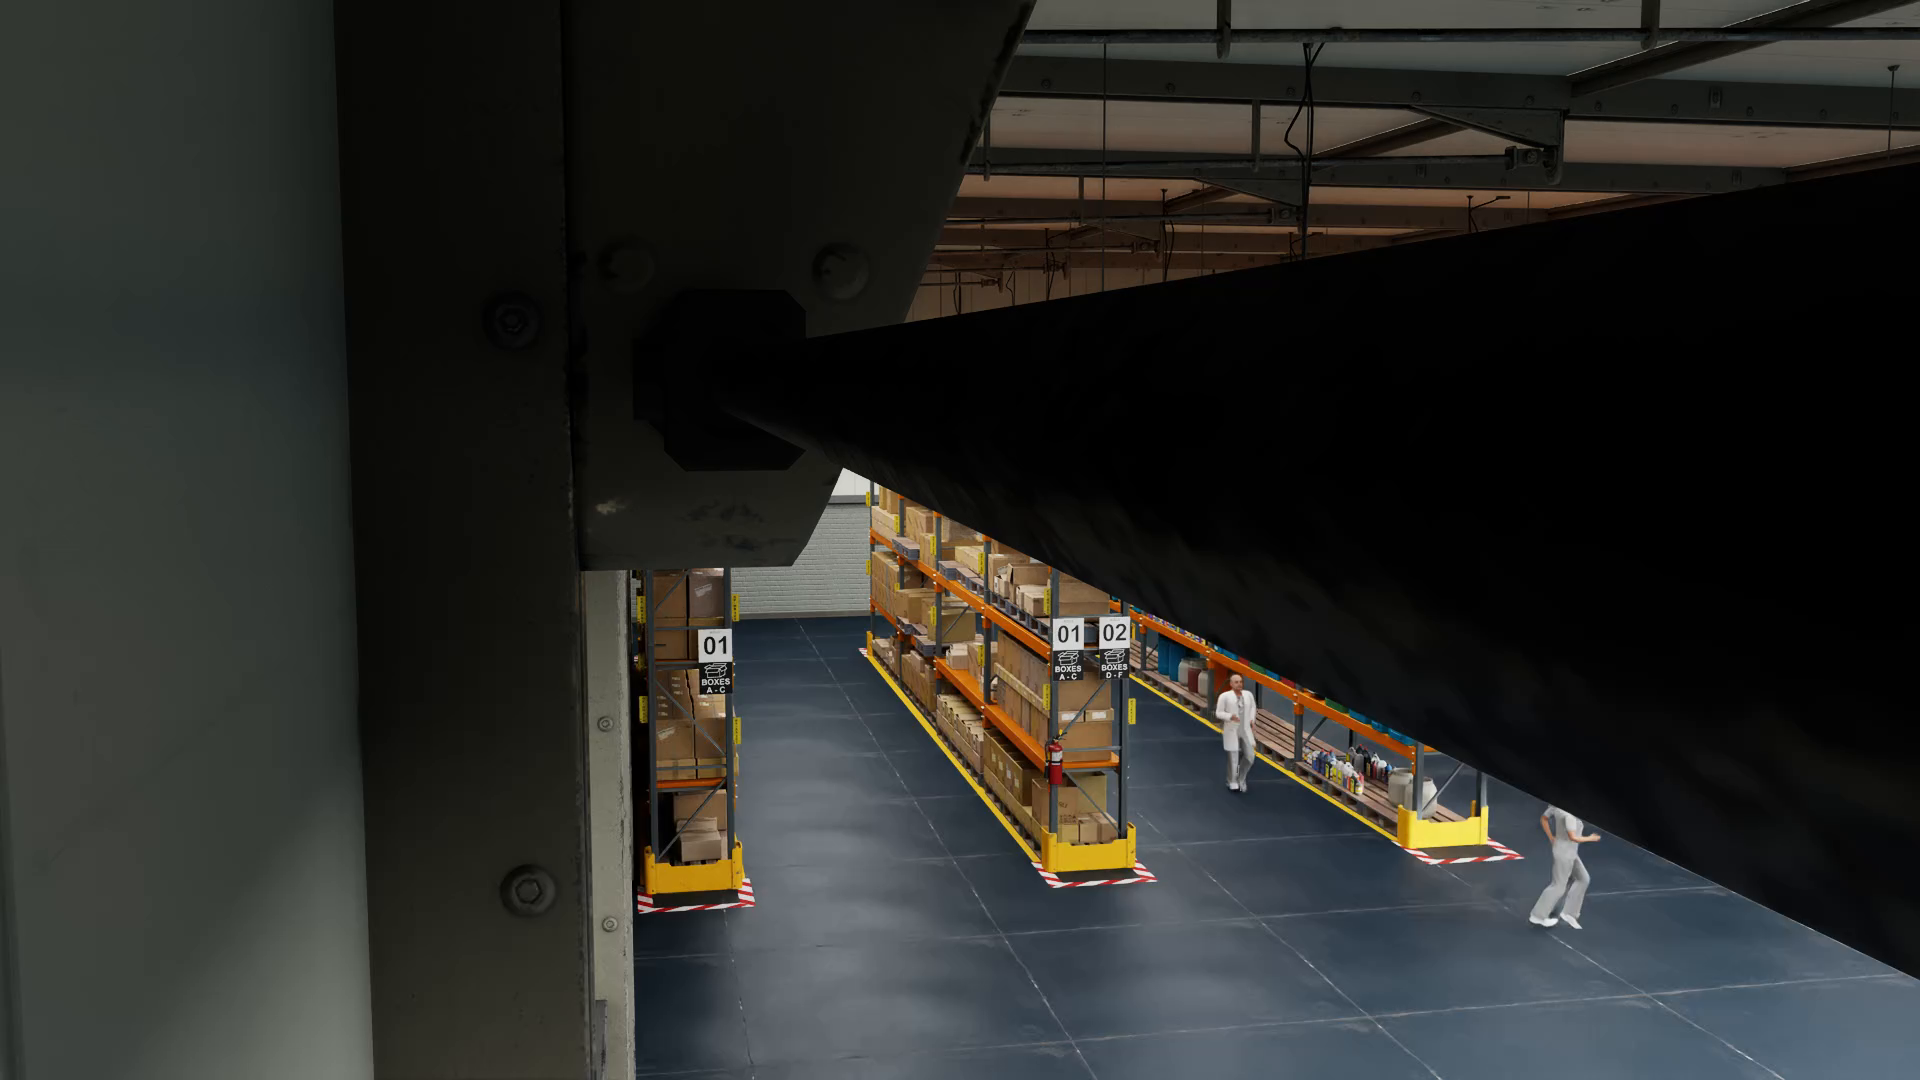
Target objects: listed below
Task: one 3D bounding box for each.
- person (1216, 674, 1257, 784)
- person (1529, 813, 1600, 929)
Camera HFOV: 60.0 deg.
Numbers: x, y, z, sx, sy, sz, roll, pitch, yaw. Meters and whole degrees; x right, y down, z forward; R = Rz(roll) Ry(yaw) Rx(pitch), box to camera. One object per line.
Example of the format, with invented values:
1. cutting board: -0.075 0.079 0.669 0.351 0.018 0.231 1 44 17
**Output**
1. person: 5.276 4.400 10.162 6.047 1.770 29.738 -1 6 -11
2. person: 6.782 3.573 18.644 0.723 1.716 0.556 1 6 11
